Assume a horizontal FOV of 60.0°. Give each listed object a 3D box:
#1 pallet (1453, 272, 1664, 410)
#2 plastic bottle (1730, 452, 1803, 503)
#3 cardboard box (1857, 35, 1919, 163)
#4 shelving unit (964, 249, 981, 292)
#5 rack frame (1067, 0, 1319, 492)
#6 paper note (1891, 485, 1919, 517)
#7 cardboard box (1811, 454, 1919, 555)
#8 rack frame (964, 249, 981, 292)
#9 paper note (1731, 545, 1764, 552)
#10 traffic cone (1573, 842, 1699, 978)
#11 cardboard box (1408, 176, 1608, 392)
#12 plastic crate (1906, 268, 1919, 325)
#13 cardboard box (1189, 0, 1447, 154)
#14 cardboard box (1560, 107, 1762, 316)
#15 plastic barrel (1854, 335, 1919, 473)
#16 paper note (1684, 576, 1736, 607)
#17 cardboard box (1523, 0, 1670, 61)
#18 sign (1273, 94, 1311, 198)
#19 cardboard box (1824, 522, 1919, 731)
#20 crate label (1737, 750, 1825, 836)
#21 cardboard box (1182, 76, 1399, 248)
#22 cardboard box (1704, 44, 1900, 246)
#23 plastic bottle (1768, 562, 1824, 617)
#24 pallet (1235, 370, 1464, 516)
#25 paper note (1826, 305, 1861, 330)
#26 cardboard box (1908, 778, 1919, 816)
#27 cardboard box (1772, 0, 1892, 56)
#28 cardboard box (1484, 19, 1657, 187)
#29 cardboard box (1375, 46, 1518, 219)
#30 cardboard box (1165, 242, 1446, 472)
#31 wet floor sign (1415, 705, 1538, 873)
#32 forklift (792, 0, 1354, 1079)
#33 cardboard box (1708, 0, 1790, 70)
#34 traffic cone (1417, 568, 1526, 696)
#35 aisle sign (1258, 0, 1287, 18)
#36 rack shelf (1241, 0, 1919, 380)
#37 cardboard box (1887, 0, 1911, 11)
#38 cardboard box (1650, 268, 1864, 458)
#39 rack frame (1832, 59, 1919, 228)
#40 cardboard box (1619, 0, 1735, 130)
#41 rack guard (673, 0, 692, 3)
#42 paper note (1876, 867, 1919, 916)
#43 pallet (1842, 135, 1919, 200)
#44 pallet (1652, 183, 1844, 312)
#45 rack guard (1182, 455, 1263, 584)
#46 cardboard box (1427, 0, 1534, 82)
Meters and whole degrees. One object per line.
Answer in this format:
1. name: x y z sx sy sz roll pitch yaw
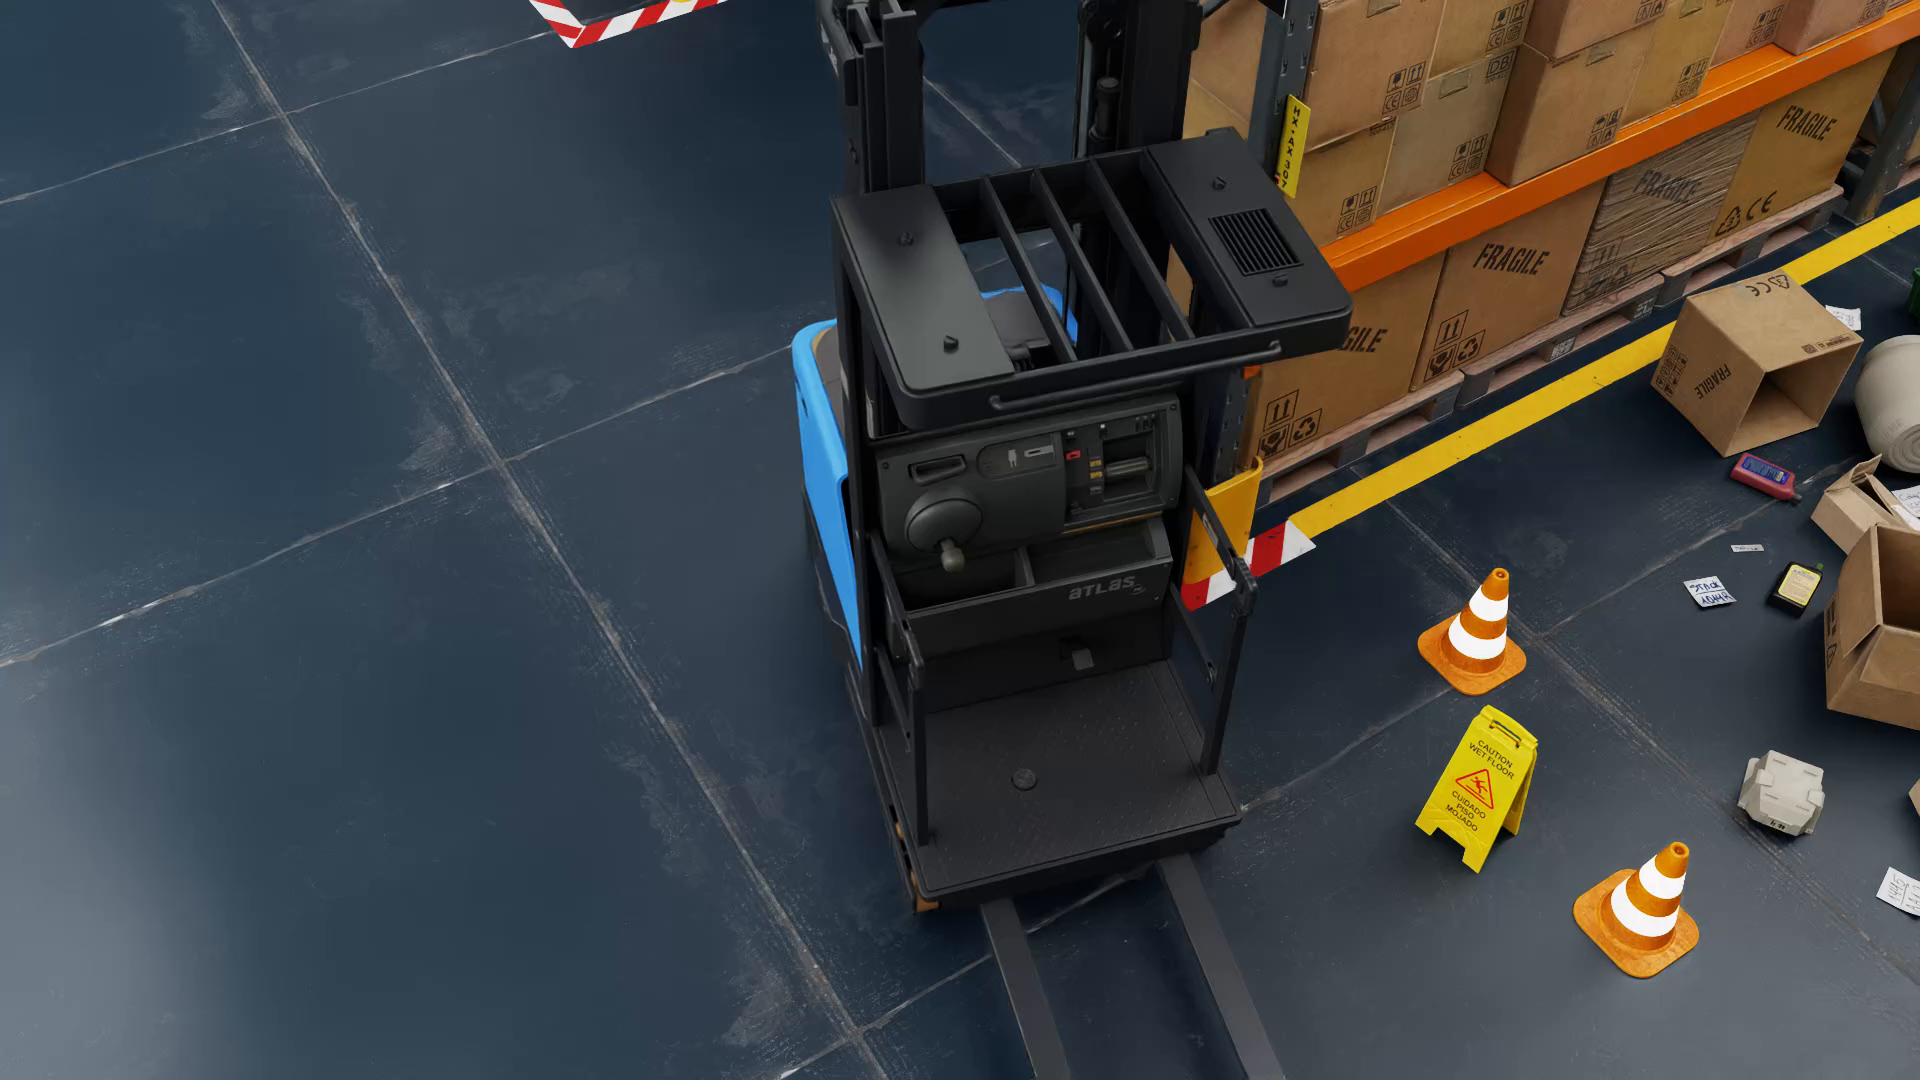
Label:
1. pallet: 2.398 -1.175 7.601 1.213 0.211 1.003 -25 53 -21
2. plastic bottle: 3.352 -0.252 6.879 0.283 0.061 0.133 30 55 24
3. cardboard box: 4.593 -2.541 8.175 0.750 0.750 1.050 -25 53 -21
4. shelving unit: -0.069 -0.645 6.563 0.252 1.050 0.215 -12 48 -11
5. rack frame: 0.733 -1.251 5.801 0.127 3.000 1.000 -25 53 -21
6. paper note: 3.944 -0.158 6.821 0.155 0.023 0.172 -9 49 -8
7. cardboard box: 3.645 -0.088 6.596 0.258 0.266 0.396 -17 51 -15
8. rack frame: 0.049 -0.671 6.586 0.008 1.050 0.200 -12 48 -11
9. paper note: 3.154 0.032 6.660 0.123 0.001 0.032 -2 48 -1
10. traffic cone: 2.255 1.127 5.382 0.334 0.463 0.336 -25 53 -21
11. cardboard box: 2.014 -1.348 7.029 0.875 0.875 0.875 -26 53 -21
12. plastic crate: 4.668 -1.033 7.451 0.662 0.188 0.450 -2 38 -1
13. cardboard box: 1.067 -1.784 5.452 0.550 0.550 0.875 -25 53 -21
14. cardboard box: 2.786 -1.710 7.351 0.875 0.875 0.875 -25 53 -21
15. plastic barrel: 3.975 -0.568 6.917 0.421 0.421 0.512 6 49 5
16. paper note: 2.930 0.201 6.497 0.142 0.017 0.144 -9 49 -8
17. cardboard box: 2.029 -2.199 5.821 0.550 0.550 0.875 -25 53 -21
18. sign: 1.024 -1.213 5.134 0.005 0.325 0.100 -25 53 -21
19. cardboard box: 3.594 0.366 6.032 0.797 0.503 0.637 13 50 12
20. crate label: 2.887 0.883 5.818 0.250 0.136 0.298 21 52 18
21. cardboard box: 1.022 -1.478 5.902 0.550 0.550 0.875 -25 53 -21
22. cardboard box: 3.546 -2.072 7.673 0.875 0.875 0.875 -24 53 -20
23. plastic bottle: 3.277 0.171 6.502 0.133 0.061 0.283 30 55 24
24. pallet: 1.367 -0.692 7.170 1.213 0.211 1.003 -25 53 -21
25. paper note: 4.030 -1.018 7.581 0.147 0.020 0.142 13 50 12
26. cardboard box: 3.489 0.985 5.718 0.250 0.149 0.380 -2 48 -1
27. cardboard box: 3.357 -2.507 6.819 0.550 0.550 0.875 -25 53 -21
28. cardboard box: 2.016 -1.855 6.238 0.550 0.550 0.875 -25 53 -21
29. cardboard box: 1.476 -1.711 6.110 0.550 0.550 0.875 -25 53 -21
30. cardboard box: 1.271 -0.996 6.716 0.875 0.875 0.875 -25 53 -21
31. wet floor sign: 1.765 0.794 5.556 0.232 0.644 0.267 -34 57 -27
32. forklift: 0.277 -0.065 4.790 1.130 2.935 3.031 -12 49 -10
33. cardboard box: 2.837 -2.366 6.694 0.550 0.550 0.875 -25 53 -21
34. traffic cone: 1.940 0.278 6.138 0.334 0.463 0.336 -25 53 -21
35. aisle sign: 0.833 -1.898 4.636 0.004 0.787 0.394 -25 53 -21
36. rack shelf: 2.424 -1.809 6.780 4.000 0.370 1.077 -25 53 -21
37. cardboard box: 3.810 -2.741 7.027 0.550 0.550 0.875 -25 53 -21
38. cardboard box: 3.350 -0.748 7.025 0.500 0.500 0.500 -17 51 -15
39. rack frame: 4.116 -2.845 7.221 0.127 3.000 1.000 -25 53 -21
40. cardboard box: 2.443 -2.092 6.449 0.500 0.550 0.875 -25 53 -21
41. rack guard: -1.764 -3.623 9.587 0.348 0.500 1.175 -25 53 -21
42. paper note: 3.197 1.188 5.617 0.148 0.019 0.142 30 55 24
43. pallet: 4.728 -2.273 8.578 1.213 0.211 1.003 -25 53 -21
44. pallet: 3.431 -1.664 8.036 1.213 0.211 1.003 -25 53 -21
45. rack guard: 0.712 -0.411 6.726 0.348 0.500 1.175 -25 53 -21
46. cardboard box: 1.483 -2.061 5.699 0.550 0.550 0.875 -25 53 -21
